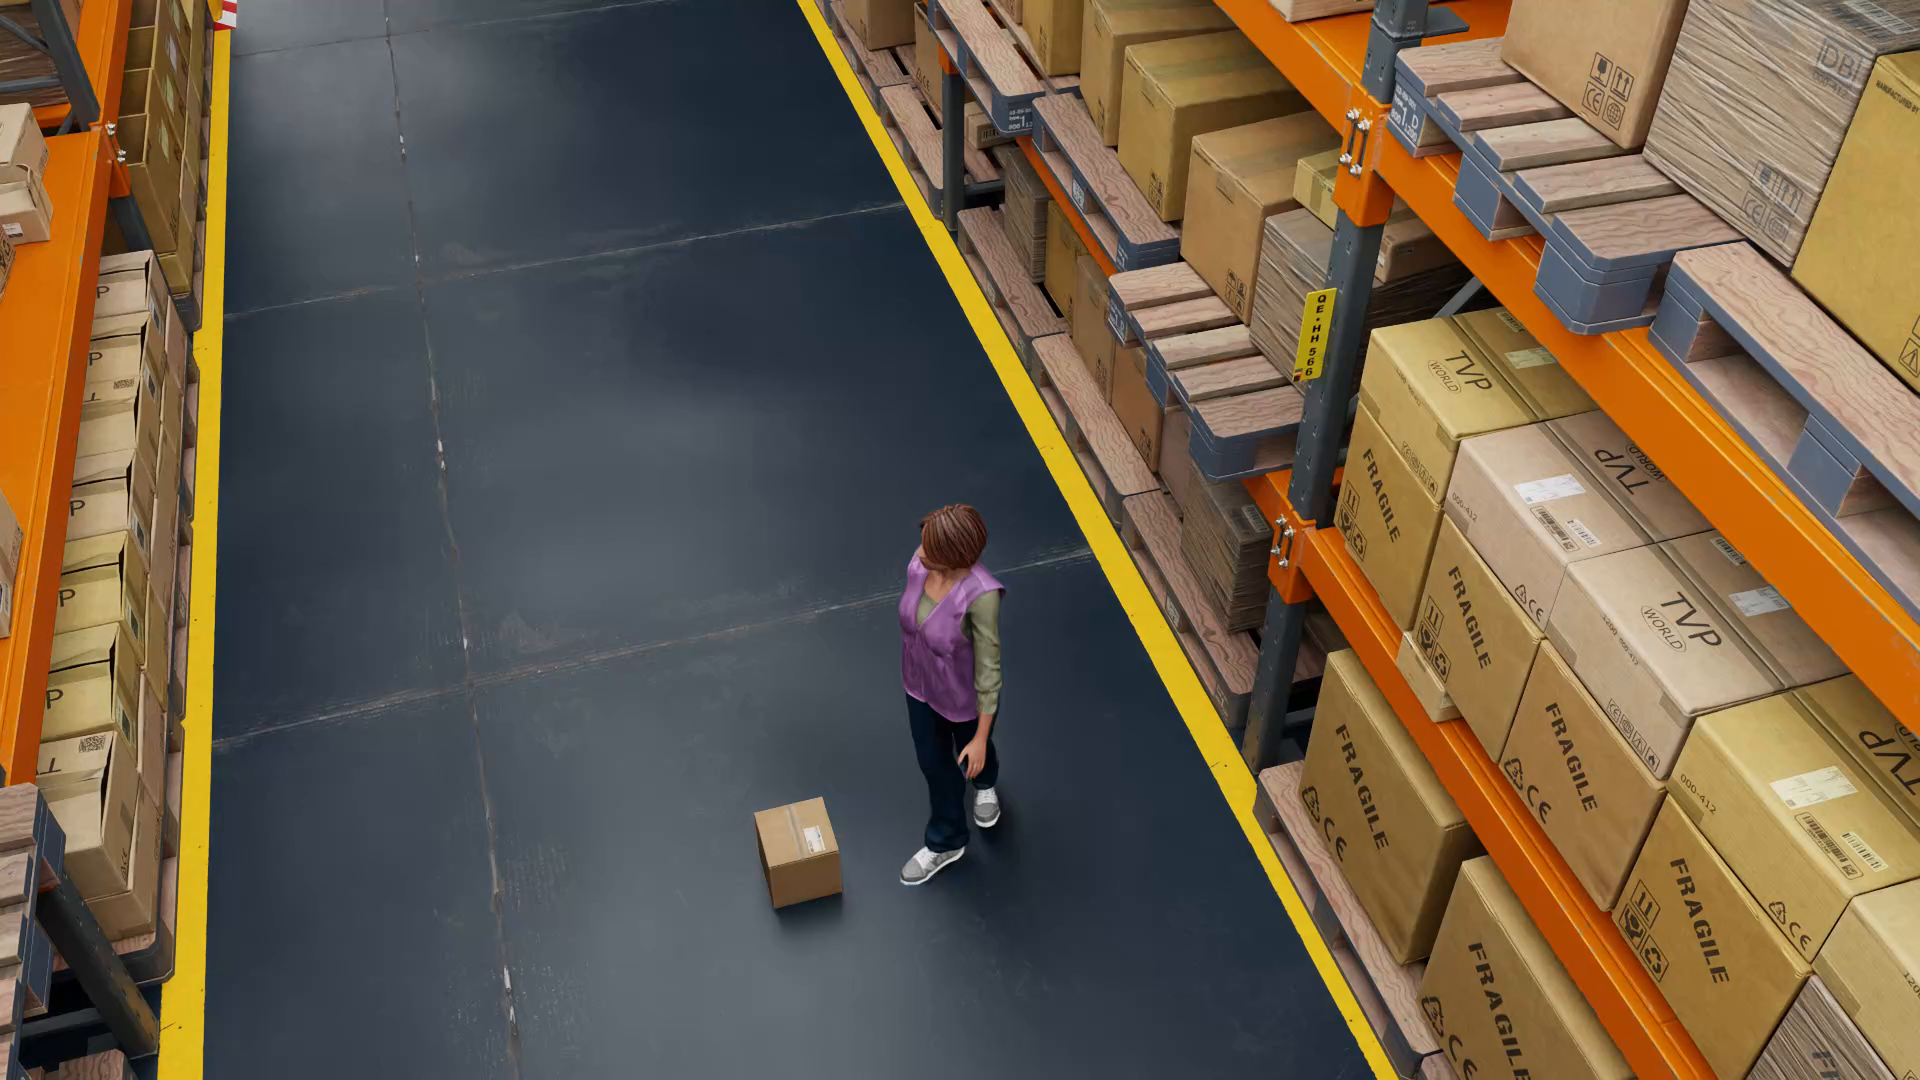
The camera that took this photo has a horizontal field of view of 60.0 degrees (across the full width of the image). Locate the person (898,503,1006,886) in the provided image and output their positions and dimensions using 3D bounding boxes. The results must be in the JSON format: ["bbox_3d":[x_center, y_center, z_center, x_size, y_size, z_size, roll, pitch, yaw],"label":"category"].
[{"bbox_3d":[-0.004,0.521,5.608,0.500,1.610,0.568,29,50,28],"label":"person"}]
